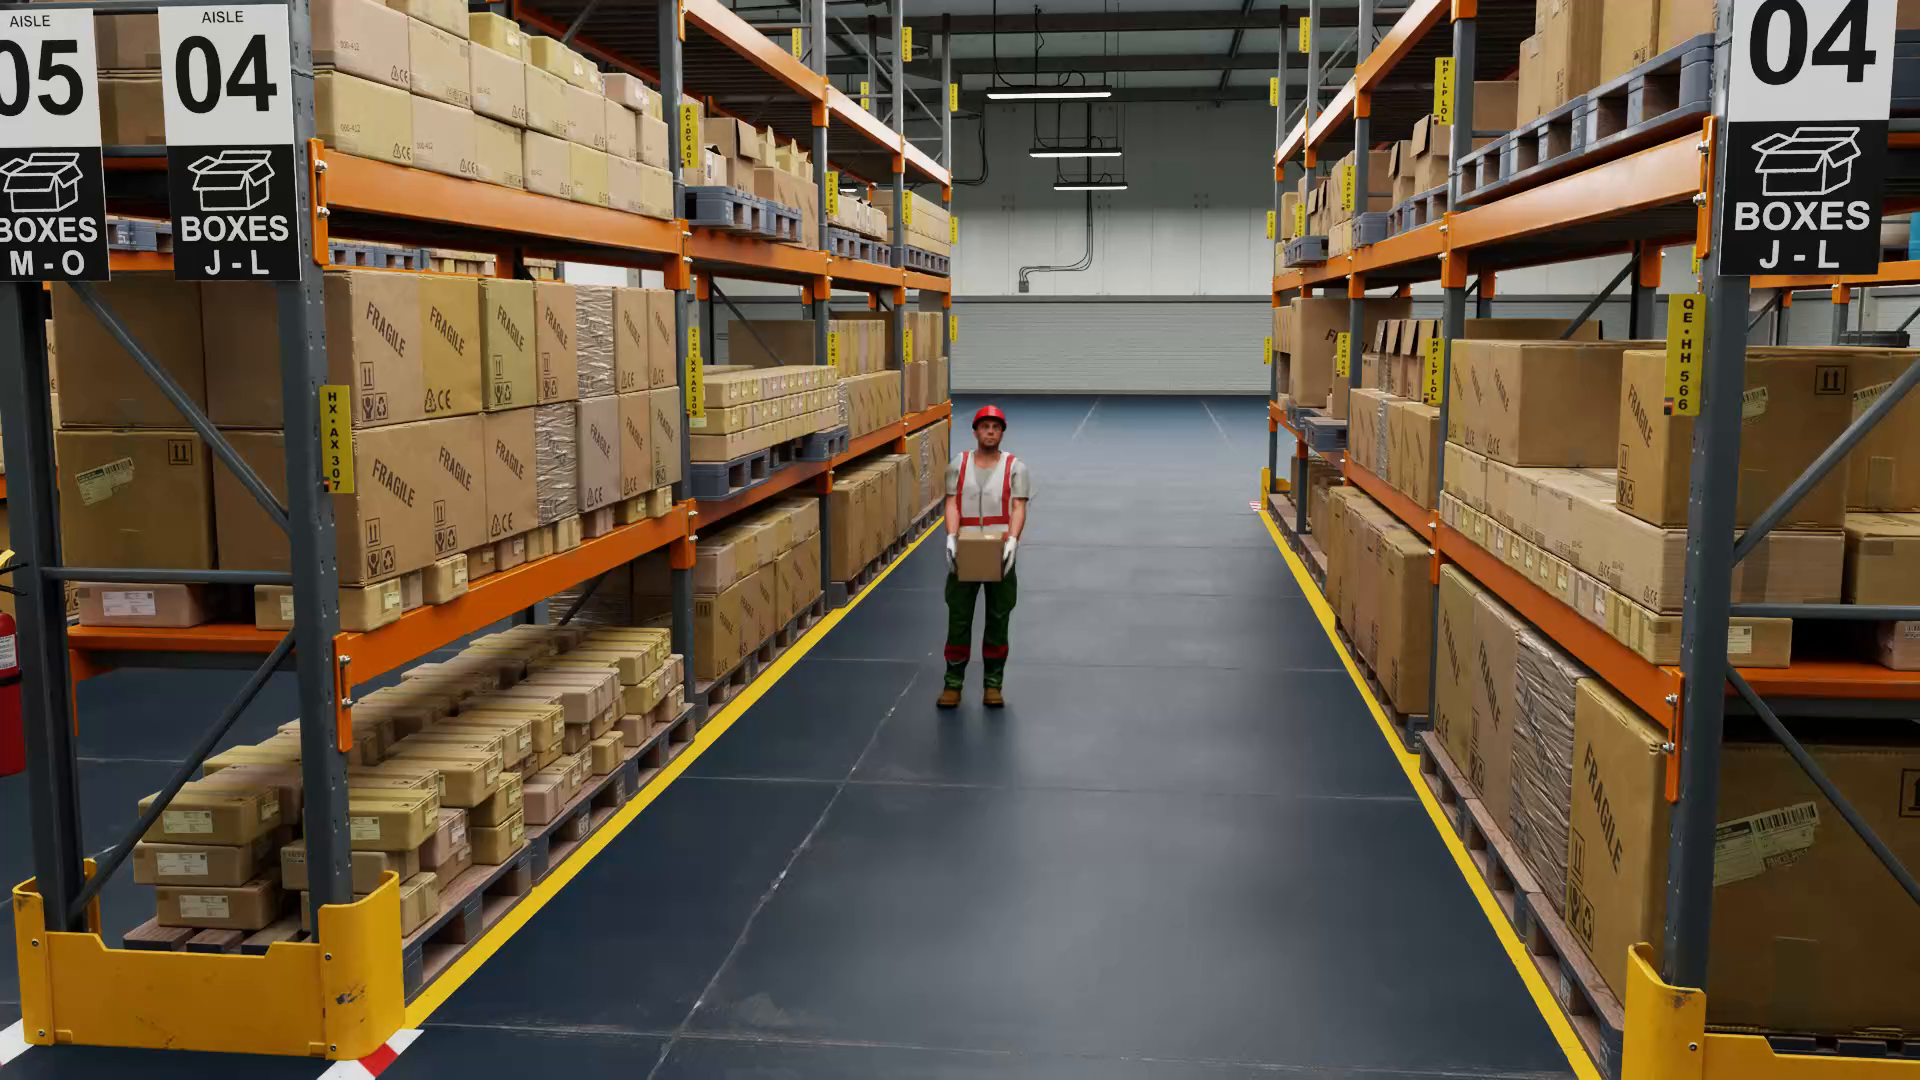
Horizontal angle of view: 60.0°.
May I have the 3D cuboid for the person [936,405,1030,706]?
[{"bbox_3d":[0.140,0.095,9.960,0.539,1.793,0.513,1,8,7],"label":"person"}]
